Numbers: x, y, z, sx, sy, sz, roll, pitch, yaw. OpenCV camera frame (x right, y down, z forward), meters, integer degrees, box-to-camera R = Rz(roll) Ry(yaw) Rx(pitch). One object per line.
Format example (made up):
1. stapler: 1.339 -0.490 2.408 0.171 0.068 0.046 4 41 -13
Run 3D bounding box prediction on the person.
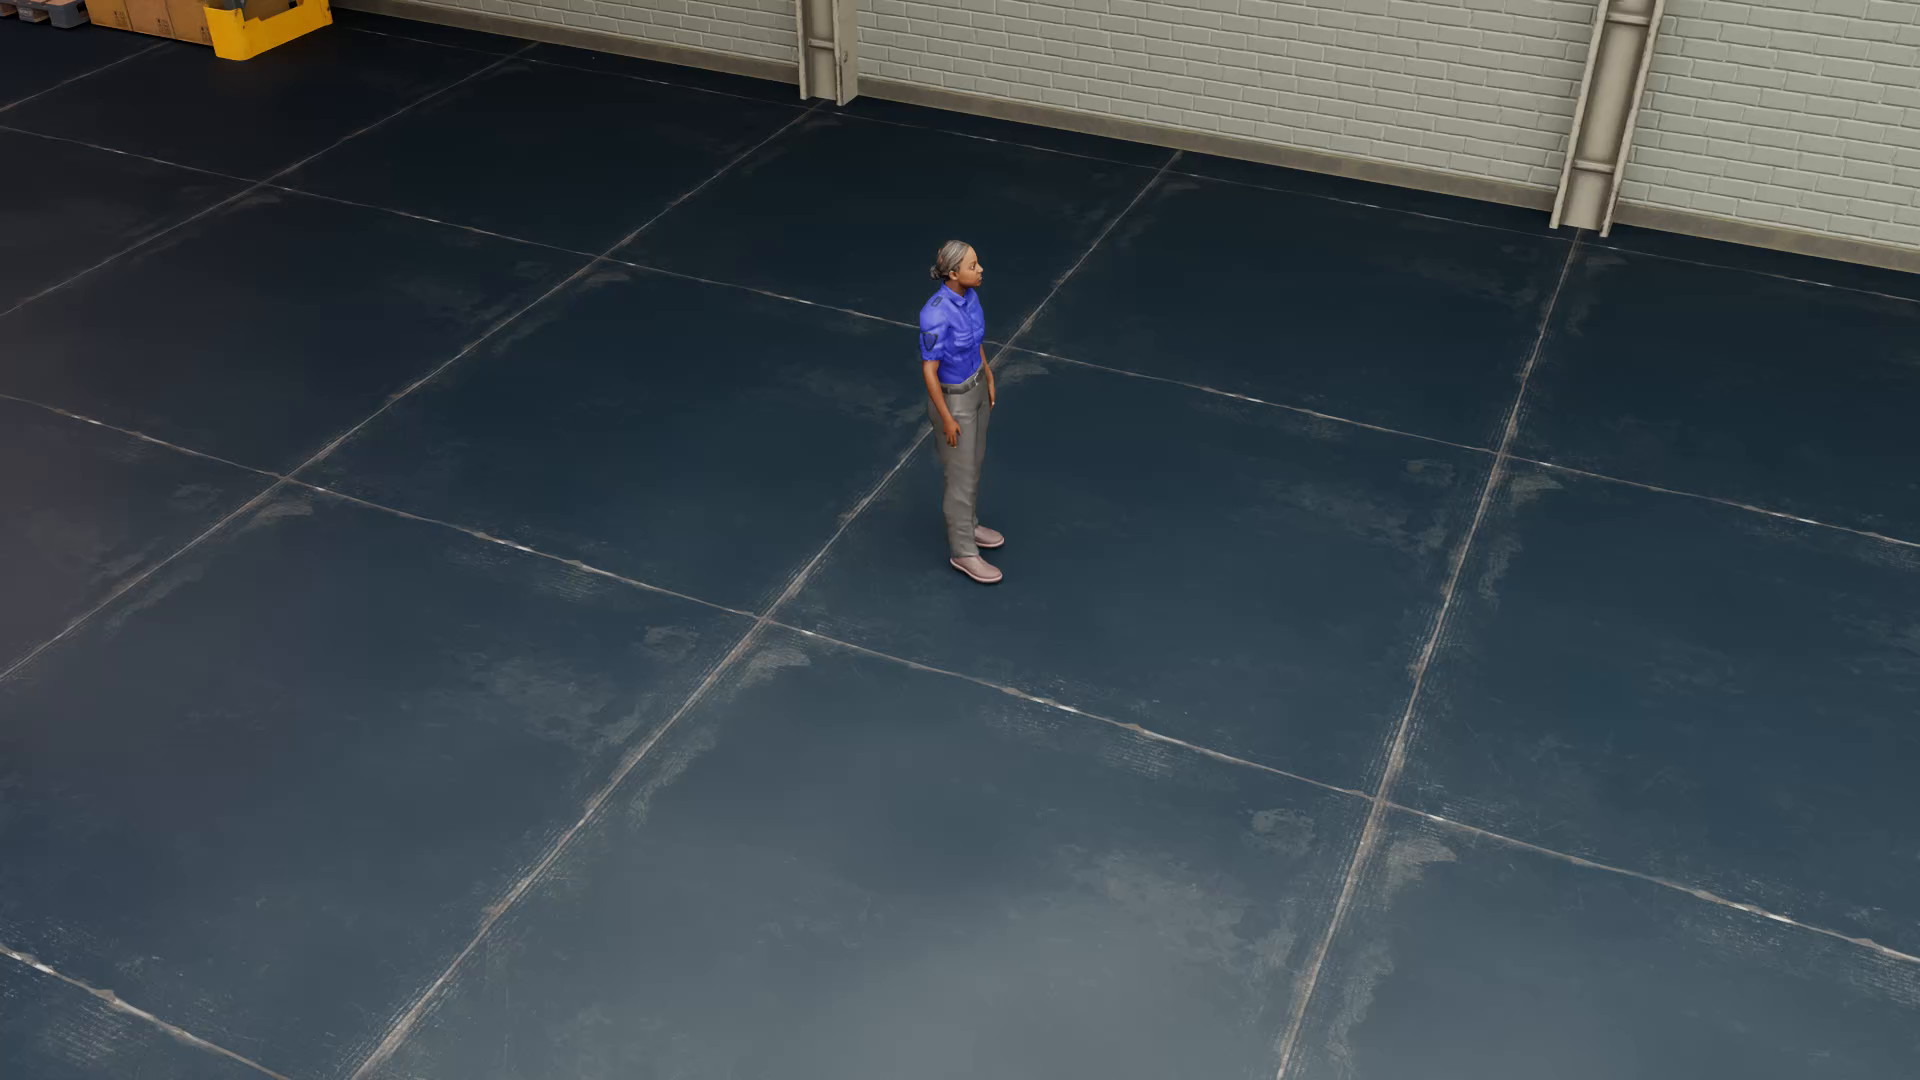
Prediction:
1. person: 0.076 -0.646 8.080 0.494 1.654 0.569 15 38 20
